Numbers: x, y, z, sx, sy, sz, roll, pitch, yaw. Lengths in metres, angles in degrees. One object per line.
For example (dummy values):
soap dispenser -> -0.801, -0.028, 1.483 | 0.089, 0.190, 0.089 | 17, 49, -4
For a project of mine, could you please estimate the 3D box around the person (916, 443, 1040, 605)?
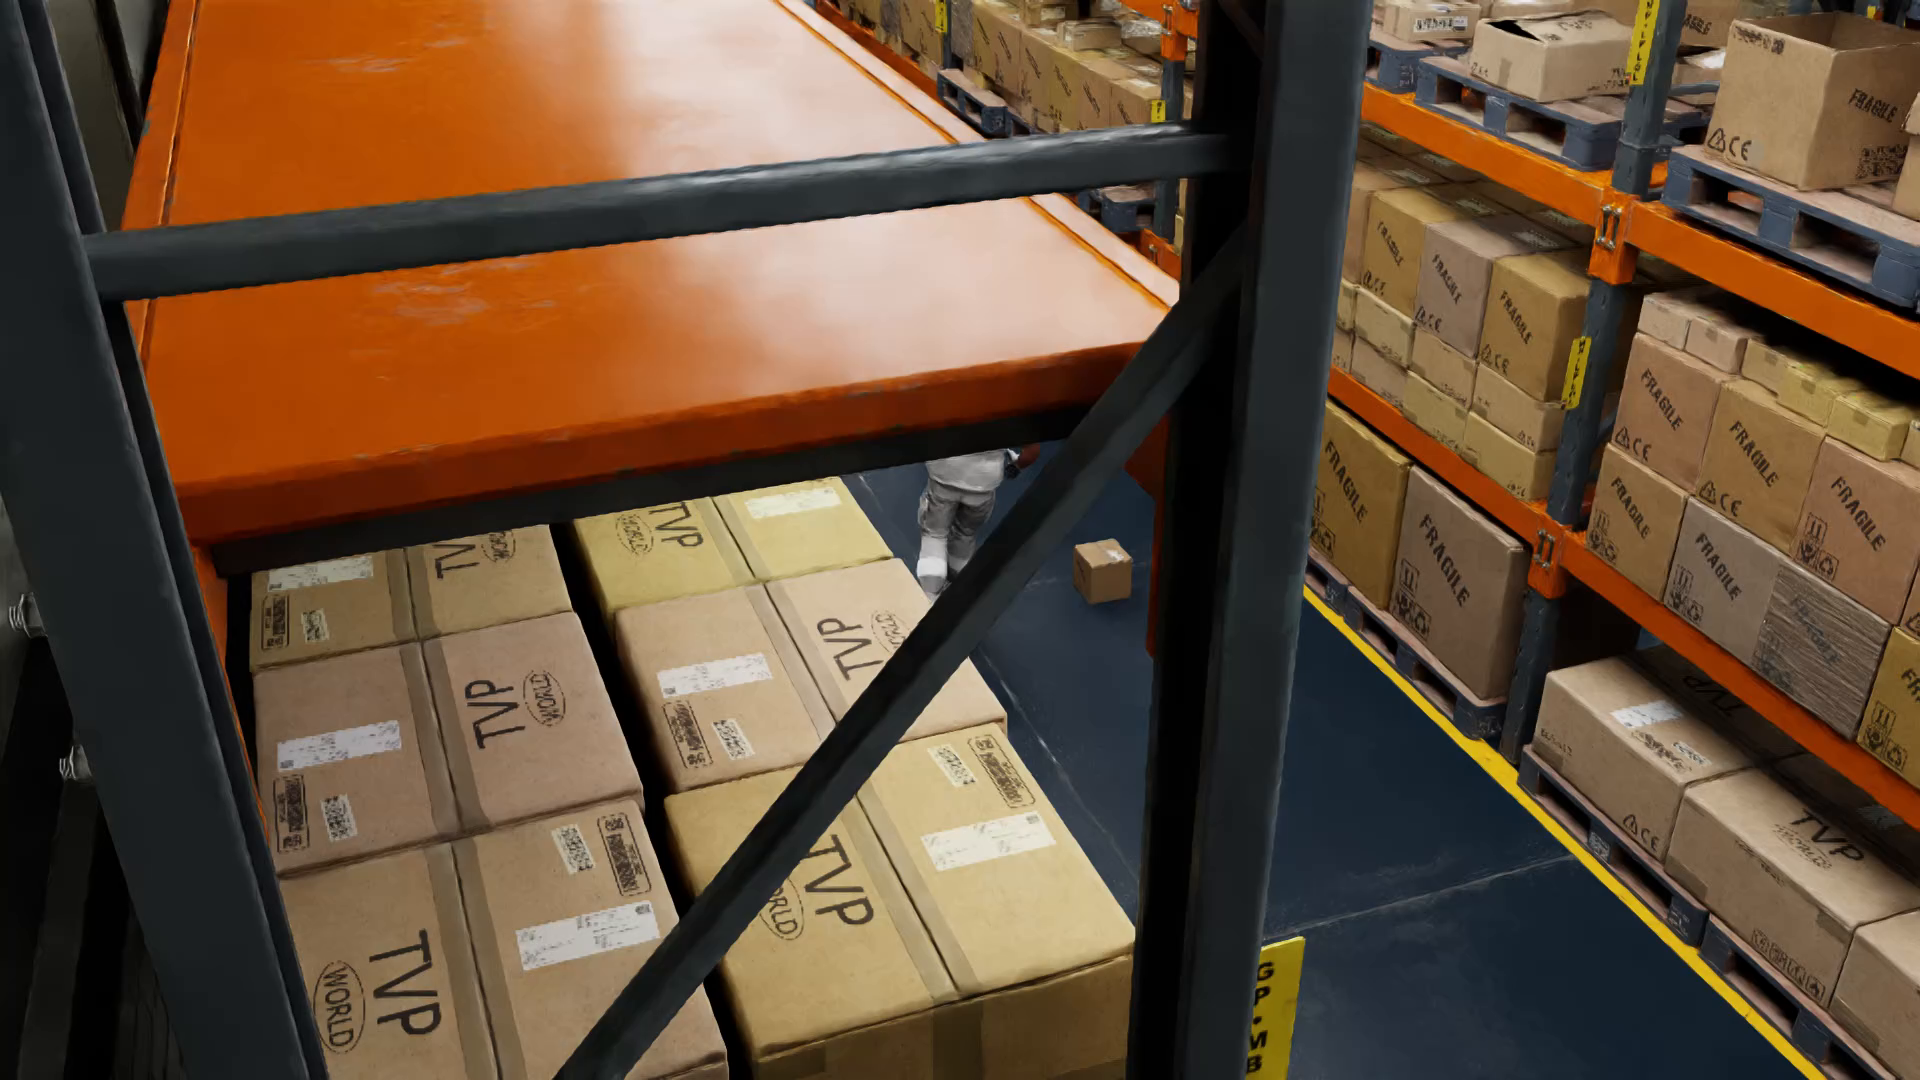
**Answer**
person -> 0.050, -0.338, 8.712 | 0.718, 1.756, 0.889 | 1, 30, 2
